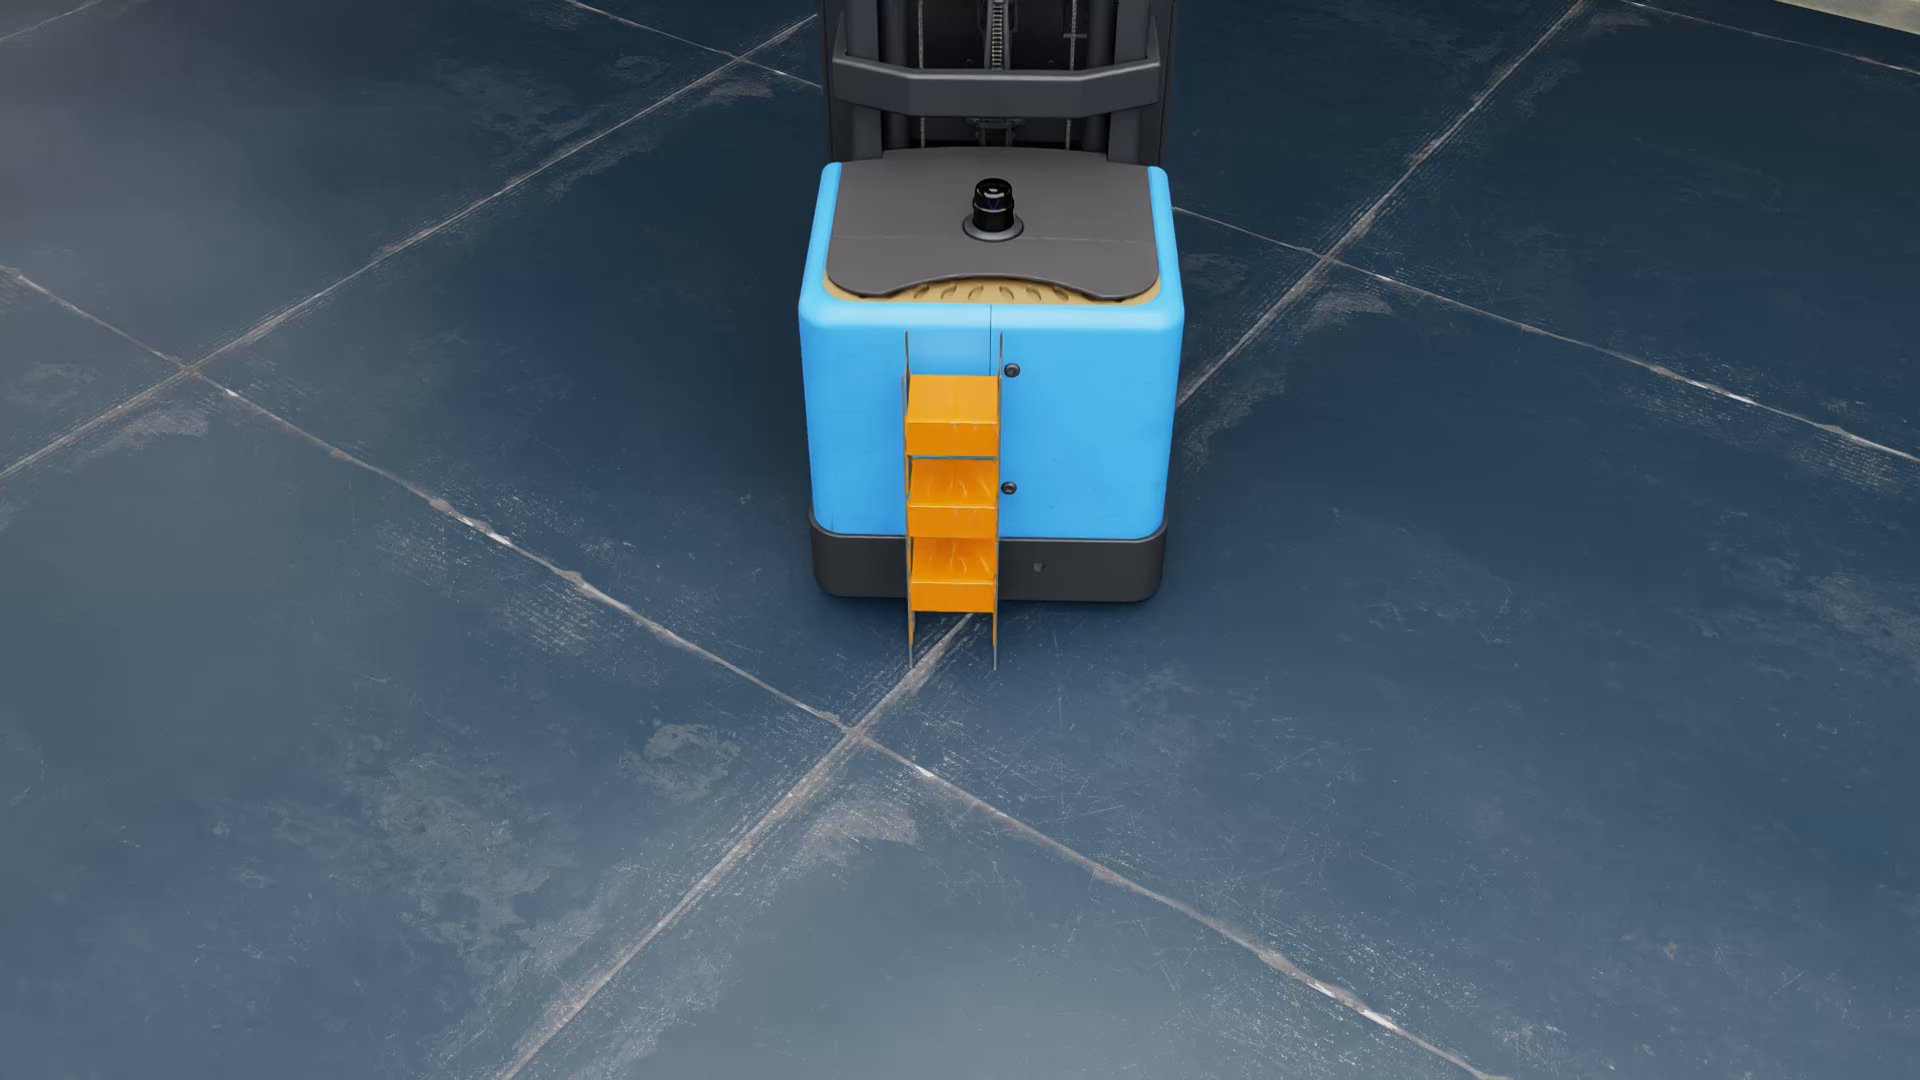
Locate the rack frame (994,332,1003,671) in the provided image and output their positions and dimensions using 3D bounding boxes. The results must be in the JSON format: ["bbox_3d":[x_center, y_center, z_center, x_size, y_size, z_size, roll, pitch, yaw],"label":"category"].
[{"bbox_3d":[0.104,-0.078,4.549,0.008,1.050,0.200,1,42,1],"label":"rack frame"}]

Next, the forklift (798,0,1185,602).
[{"bbox_3d":[0.121,-1.871,5.143,1.130,2.935,3.031,1,42,1],"label":"forklift"}]

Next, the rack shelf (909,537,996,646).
[{"bbox_3d":[-0.018,0.135,4.744,0.240,0.259,0.215,1,42,1],"label":"rack shelf"}]

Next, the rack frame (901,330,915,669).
[{"bbox_3d":[-0.140,-0.082,4.554,0.008,1.050,0.200,1,42,1],"label":"rack frame"}]

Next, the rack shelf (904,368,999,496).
[{"bbox_3d":[-0.018,-0.283,4.369,0.240,0.259,0.215,1,42,1],"label":"rack shelf"}]

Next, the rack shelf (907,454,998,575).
[{"bbox_3d":[-0.018,-0.072,4.559,0.240,0.259,0.215,1,42,1],"label":"rack shelf"}]

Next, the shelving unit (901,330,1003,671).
[{"bbox_3d":[-0.018,-0.080,4.552,0.252,1.050,0.215,1,42,1],"label":"shelving unit"}]
